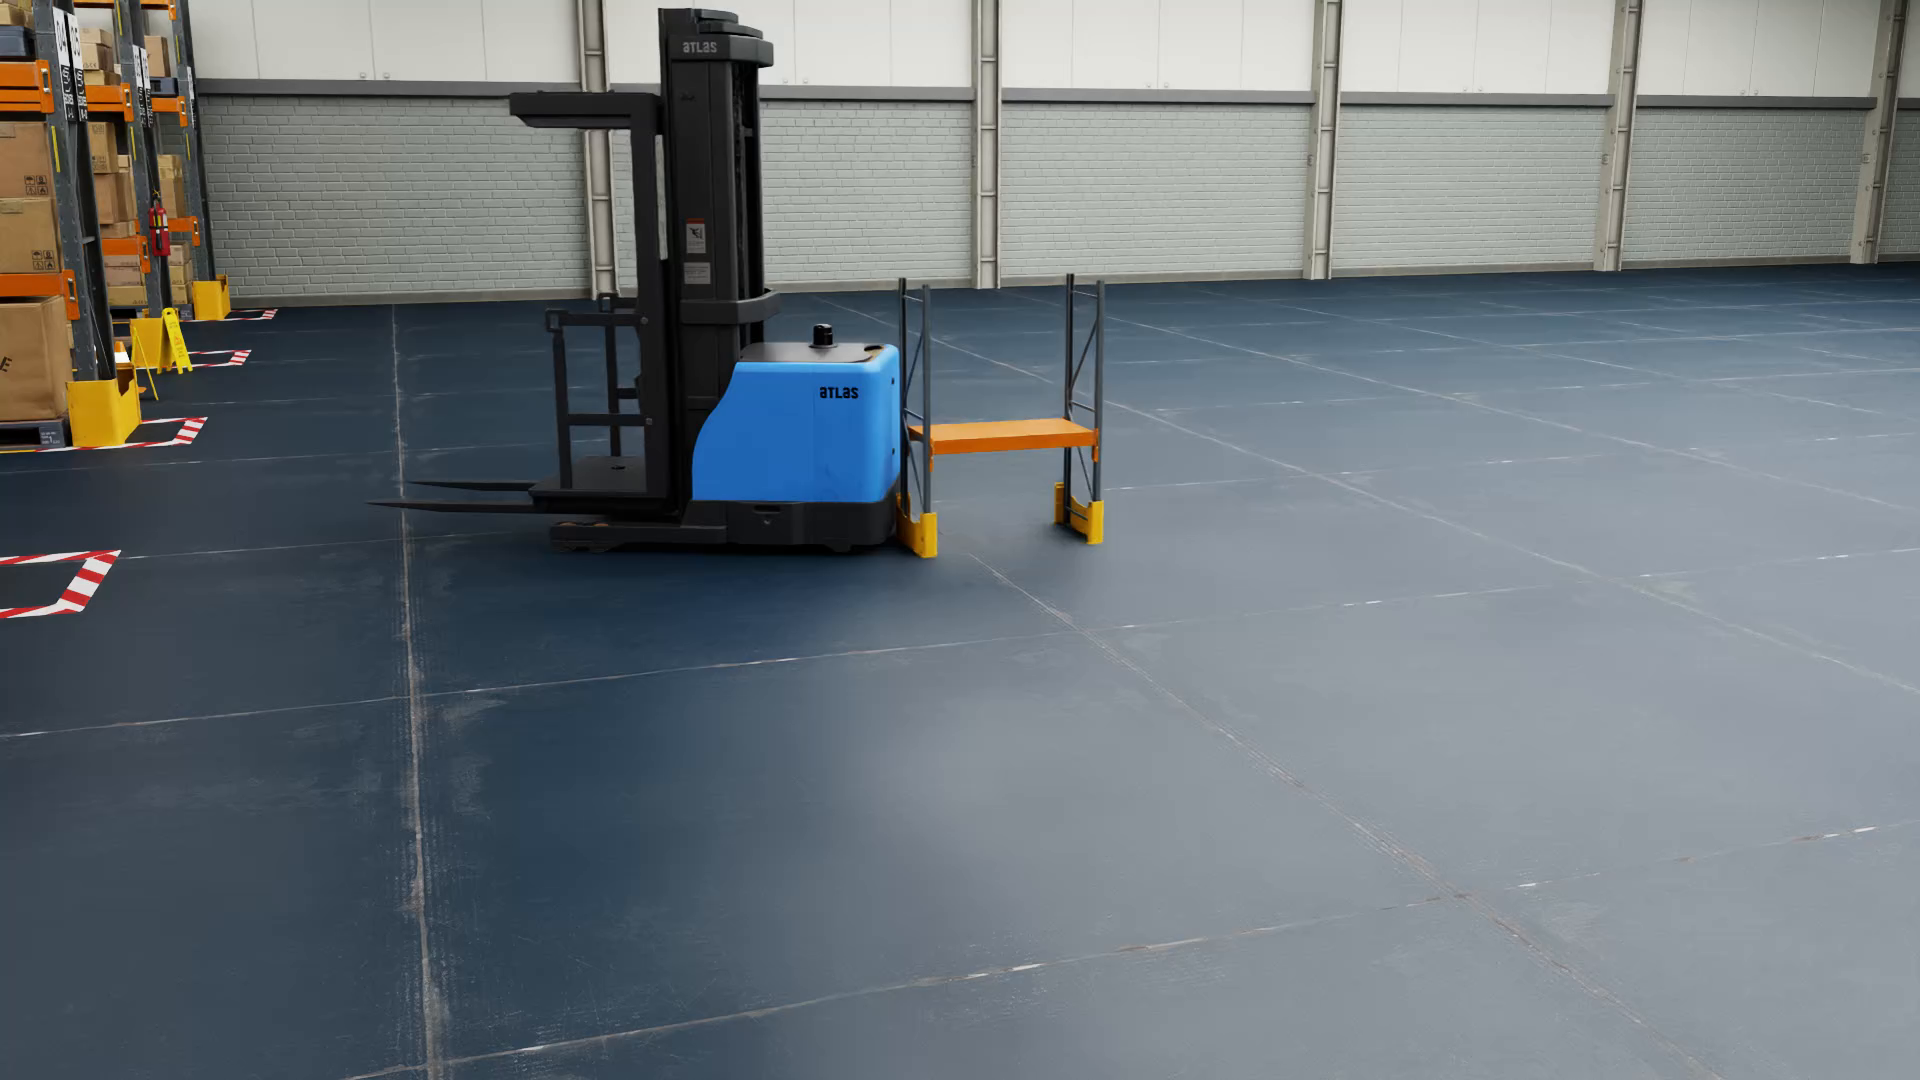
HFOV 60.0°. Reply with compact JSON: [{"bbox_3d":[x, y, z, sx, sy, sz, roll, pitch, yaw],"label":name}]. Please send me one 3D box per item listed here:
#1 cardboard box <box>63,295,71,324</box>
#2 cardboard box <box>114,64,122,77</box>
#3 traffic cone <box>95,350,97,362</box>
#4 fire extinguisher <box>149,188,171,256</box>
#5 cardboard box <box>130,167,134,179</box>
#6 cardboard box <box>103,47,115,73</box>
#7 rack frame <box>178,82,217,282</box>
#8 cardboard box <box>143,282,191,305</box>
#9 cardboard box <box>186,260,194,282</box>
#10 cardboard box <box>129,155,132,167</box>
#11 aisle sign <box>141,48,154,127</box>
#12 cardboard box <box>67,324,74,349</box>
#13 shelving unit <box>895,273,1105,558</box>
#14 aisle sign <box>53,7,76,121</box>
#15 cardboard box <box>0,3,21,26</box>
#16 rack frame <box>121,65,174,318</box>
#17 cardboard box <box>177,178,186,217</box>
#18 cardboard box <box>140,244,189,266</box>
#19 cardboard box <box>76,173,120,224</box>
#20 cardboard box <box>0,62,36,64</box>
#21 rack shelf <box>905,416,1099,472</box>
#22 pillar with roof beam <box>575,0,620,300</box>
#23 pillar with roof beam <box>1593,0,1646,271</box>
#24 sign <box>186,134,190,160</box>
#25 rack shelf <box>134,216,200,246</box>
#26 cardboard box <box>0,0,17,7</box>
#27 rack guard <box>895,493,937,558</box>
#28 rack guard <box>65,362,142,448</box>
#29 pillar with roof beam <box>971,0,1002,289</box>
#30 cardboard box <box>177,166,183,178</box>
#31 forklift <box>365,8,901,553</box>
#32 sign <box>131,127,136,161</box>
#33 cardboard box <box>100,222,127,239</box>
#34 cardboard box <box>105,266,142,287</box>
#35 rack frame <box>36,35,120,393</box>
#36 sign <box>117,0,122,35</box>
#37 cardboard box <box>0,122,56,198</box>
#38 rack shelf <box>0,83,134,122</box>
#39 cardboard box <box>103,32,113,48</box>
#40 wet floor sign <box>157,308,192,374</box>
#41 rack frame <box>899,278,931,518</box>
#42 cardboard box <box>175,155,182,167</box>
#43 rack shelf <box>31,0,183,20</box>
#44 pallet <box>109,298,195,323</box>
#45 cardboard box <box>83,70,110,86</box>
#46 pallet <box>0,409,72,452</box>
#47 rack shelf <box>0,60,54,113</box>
[{"bbox_3d":[-9.104,-2.485,17.020,0.500,0.500,0.500,-4,14,-18],"label":"cardboard box"},{"bbox_3d":[-10.703,-5.920,20.987,0.250,0.149,0.380,-5,14,-20],"label":"cardboard box"},{"bbox_3d":[-8.424,-1.821,16.297,0.334,0.463,0.336,-4,14,-18],"label":"traffic cone"},{"bbox_3d":[-8.172,-3.239,16.946,0.183,0.674,0.296,-4,14,-18],"label":"fire extinguisher"},{"bbox_3d":[-10.486,-4.710,21.343,0.250,0.149,0.380,-4,14,-17],"label":"cardboard box"},{"bbox_3d":[-8.989,-4.922,17.052,0.500,0.250,0.500,-5,14,-19],"label":"cardboard box"},{"bbox_3d":[-10.014,-4.458,21.902,0.127,3.000,1.000,-4,14,-18],"label":"rack frame"},{"bbox_3d":[-10.359,-3.221,21.735,0.500,0.250,0.500,-4,14,-18],"label":"cardboard box"},{"bbox_3d":[-10.526,-3.579,22.160,0.500,0.250,0.500,-4,14,-17],"label":"cardboard box"},{"bbox_3d":[-10.510,-4.869,21.371,0.250,0.149,0.380,-4,14,-18],"label":"cardboard box"},{"bbox_3d":[-8.468,-4.707,17.331,0.004,0.787,0.394,-4,14,-18],"label":"aisle sign"},{"bbox_3d":[-9.131,-2.116,17.090,0.500,0.250,0.500,-5,14,-18],"label":"cardboard box"},{"bbox_3d":[0.221,-0.731,9.477,1.083,1.500,0.587,-4,14,-18],"label":"shelving unit"},{"bbox_3d":[-6.590,-3.496,12.238,0.004,0.787,0.394,-4,14,-18],"label":"aisle sign"},{"bbox_3d":[-6.960,-3.783,12.000,0.250,0.149,0.380,-4,14,-18],"label":"cardboard box"},{"bbox_3d":[-8.428,-3.370,17.327,0.127,3.000,1.000,-4,14,-18],"label":"rack frame"},{"bbox_3d":[-10.572,-4.531,21.993,0.500,0.500,0.500,-4,14,-16],"label":"cardboard box"},{"bbox_3d":[-10.351,-3.709,21.626,0.500,0.250,0.500,-4,14,-16],"label":"cardboard box"},{"bbox_3d":[-8.854,-3.462,16.858,0.500,0.500,0.500,-5,14,-19],"label":"cardboard box"},{"bbox_3d":[-9.308,-4.770,16.413,0.500,0.250,0.500,-5,14,-19],"label":"cardboard box"},{"bbox_3d":[0.230,-0.557,9.521,1.000,0.185,0.538,-4,14,-18],"label":"rack shelf"},{"bbox_3d":[-3.902,-7.021,19.715,0.400,9.000,9.100,-4,14,-18],"label":"pillar with roof beam"},{"bbox_3d":[13.158,-8.350,25.300,0.400,9.000,9.100,-4,14,-18],"label":"pillar with roof beam"},{"bbox_3d":[-9.854,-5.016,21.236,0.005,0.325,0.100,-4,14,-18],"label":"sign"},{"bbox_3d":[-11.910,-3.960,21.365,4.000,0.370,1.077,-4,14,-18],"label":"rack shelf"},{"bbox_3d":[-7.128,-3.978,11.960,0.500,0.250,0.500,-4,14,-17],"label":"cardboard box"},{"bbox_3d":[-0.252,-0.087,9.470,0.087,0.250,0.587,-4,14,-18],"label":"rack guard"},{"bbox_3d":[-6.730,-1.077,13.091,0.348,0.500,1.175,-4,14,-18],"label":"rack guard"},{"bbox_3d":[1.785,-7.464,21.577,0.400,9.000,9.100,-4,14,-18],"label":"pillar with roof beam"},{"bbox_3d":[-10.419,-4.854,21.950,0.250,0.149,0.380,-5,14,-20],"label":"cardboard box"},{"bbox_3d":[-1.895,-1.473,9.503,3.031,2.935,1.130,1,13,4],"label":"forklift"},{"bbox_3d":[-8.270,-3.963,16.638,0.005,0.325,0.100,-4,14,-18],"label":"sign"},{"bbox_3d":[-8.714,-3.173,17.043,0.250,0.149,0.380,-4,14,-16],"label":"cardboard box"},{"bbox_3d":[-10.855,-3.429,21.529,0.500,0.250,0.500,-5,14,-19],"label":"cardboard box"},{"bbox_3d":[-6.753,-2.291,12.794,0.127,3.000,1.000,-4,14,-18],"label":"rack frame"},{"bbox_3d":[-8.270,-5.136,16.359,0.005,0.325,0.100,-4,14,-18],"label":"sign"},{"bbox_3d":[-7.117,-2.871,12.572,0.550,0.550,0.875,-4,14,-18],"label":"cardboard box"},{"bbox_3d":[-10.323,-4.331,16.442,4.000,0.370,1.077,-4,14,-18],"label":"rack shelf"},{"bbox_3d":[-8.829,-5.113,16.994,0.250,0.149,0.380,-5,14,-18],"label":"cardboard box"},{"bbox_3d":[-7.906,-2.004,16.671,0.232,0.644,0.267,0,13,1],"label":"wet floor sign"},{"bbox_3d":[-0.253,-0.695,9.325,0.032,1.500,0.500,-4,14,-18],"label":"rack frame"},{"bbox_3d":[-10.401,-4.989,21.874,0.250,0.149,0.380,-5,14,-19],"label":"cardboard box"},{"bbox_3d":[-11.910,-6.684,20.717,4.000,0.370,1.077,-4,14,-18],"label":"rack shelf"},{"bbox_3d":[-10.726,-3.036,21.949,1.213,0.211,1.003,-4,14,-18],"label":"pallet"},{"bbox_3d":[-8.677,-4.619,16.640,0.250,0.149,0.380,-4,14,-18],"label":"cardboard box"},{"bbox_3d":[-7.486,-0.859,12.796,1.213,0.211,1.003,-4,14,-18],"label":"pallet"},{"bbox_3d":[-8.649,-3.253,11.909,4.000,0.370,1.077,-4,14,-18],"label":"rack shelf"}]
